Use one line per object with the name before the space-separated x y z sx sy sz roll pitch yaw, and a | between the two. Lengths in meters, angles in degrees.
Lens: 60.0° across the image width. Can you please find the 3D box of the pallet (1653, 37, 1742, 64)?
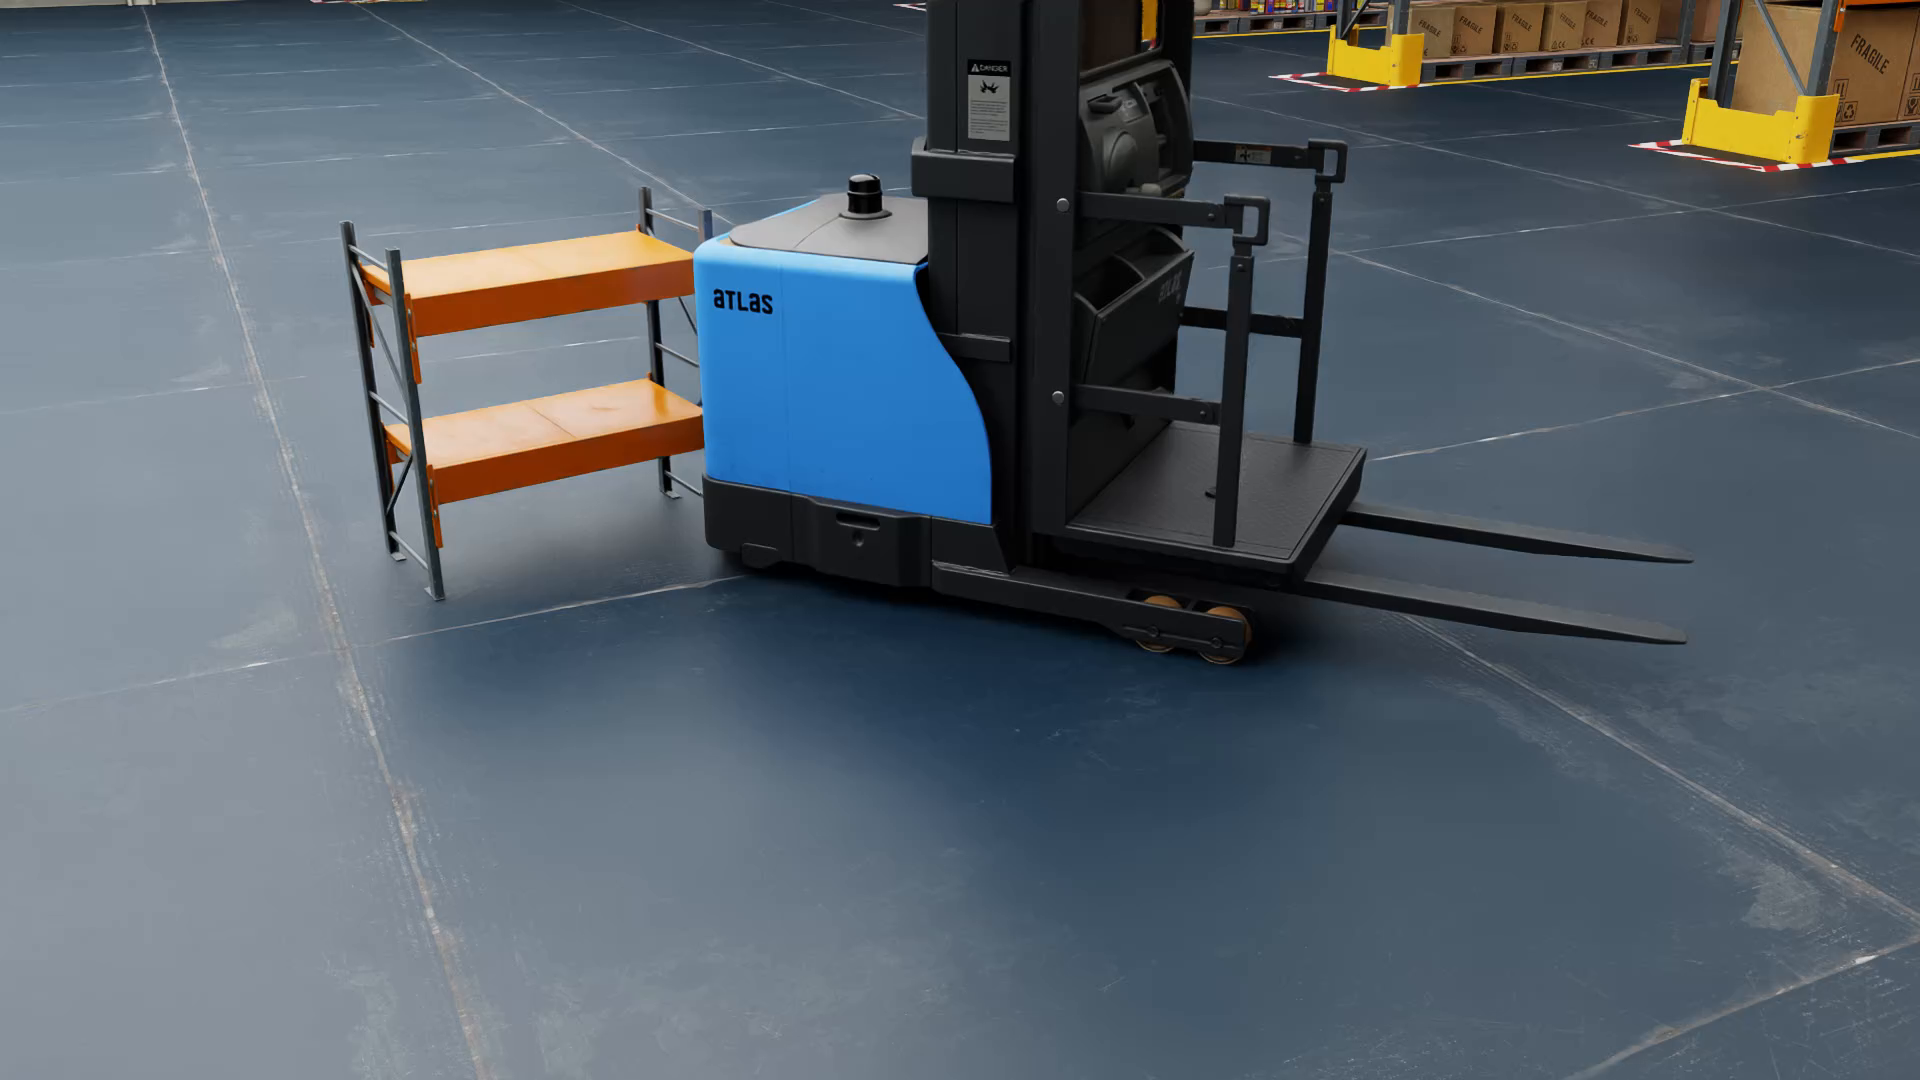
pallet | 8.549 -5.702 19.250 1.213 0.211 1.003 -10 25 -24

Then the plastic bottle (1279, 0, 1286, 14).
plastic bottle | 4.264 -7.114 22.006 0.097 0.271 0.097 0 22 0

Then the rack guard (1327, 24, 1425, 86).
rack guard | 4.313 -5.055 17.309 0.348 0.500 1.175 -10 25 -24

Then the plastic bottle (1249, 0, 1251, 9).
plastic bottle | 3.925 -7.360 22.595 0.135 0.276 0.152 -11 25 -25

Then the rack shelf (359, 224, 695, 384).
rack shelf | -1.379 -0.788 5.419 1.000 0.278 0.538 -15 27 -32

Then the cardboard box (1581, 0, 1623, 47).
cardboard box | 6.958 -5.750 18.438 0.500 0.500 0.500 -3 23 -7

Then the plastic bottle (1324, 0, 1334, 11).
plastic bottle | 4.943 -7.237 22.287 0.133 0.283 0.061 -9 24 -20

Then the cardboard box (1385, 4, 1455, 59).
cardboard box | 4.814 -5.334 17.434 0.500 0.500 0.500 -6 23 -14

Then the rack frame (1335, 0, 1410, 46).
rack frame | 4.244 -6.198 16.800 0.127 3.000 1.000 -10 25 -24

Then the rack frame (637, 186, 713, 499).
rack frame | -0.964 -0.630 5.801 0.032 1.125 0.500 -15 27 -32

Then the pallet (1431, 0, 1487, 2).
pallet | 7.492 -7.627 23.900 1.213 0.211 1.003 -10 25 -24

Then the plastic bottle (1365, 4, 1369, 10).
plastic bottle | 5.509 -7.311 22.573 0.097 0.201 0.097 0 22 0

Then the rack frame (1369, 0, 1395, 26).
rack frame | 5.700 -8.568 22.527 0.127 3.000 1.000 -10 25 -24

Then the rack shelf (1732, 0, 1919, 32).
rack shelf | 8.107 -4.471 13.569 4.000 0.370 1.077 -10 25 -24

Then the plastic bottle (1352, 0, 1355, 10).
plastic bottle | 5.245 -7.341 22.451 0.185 0.351 0.144 -11 25 -25

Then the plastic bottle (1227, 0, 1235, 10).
plastic bottle | 3.658 -7.334 22.522 0.133 0.283 0.061 -10 24 -22

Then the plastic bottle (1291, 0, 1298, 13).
plastic bottle | 4.447 -7.148 22.087 0.097 0.271 0.097 0 22 0

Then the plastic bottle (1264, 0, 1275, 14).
plastic bottle | 4.077 -7.077 21.902 0.133 0.283 0.061 -10 25 -23

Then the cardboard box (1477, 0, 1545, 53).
cardboard box | 5.910 -5.543 17.937 0.500 0.500 0.500 -8 24 -19

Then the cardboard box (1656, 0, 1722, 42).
cardboard box | 8.411 -6.004 19.025 0.500 0.500 0.700 -13 26 -28

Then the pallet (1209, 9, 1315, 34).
pallet | 3.976 -6.979 22.333 1.213 0.211 1.003 -10 25 -24

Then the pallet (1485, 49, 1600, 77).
pallet | 6.158 -5.245 18.145 1.213 0.211 1.003 -10 25 -24

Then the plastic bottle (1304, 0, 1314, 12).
plastic bottle | 4.633 -7.196 22.197 0.135 0.276 0.152 -10 24 -23

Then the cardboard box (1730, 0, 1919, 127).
cardboard box | 6.887 -3.819 13.283 0.875 0.875 0.875 -10 25 -23

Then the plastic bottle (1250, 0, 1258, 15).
plastic bottle | 3.865 -7.041 21.829 0.097 0.271 0.097 0 22 0

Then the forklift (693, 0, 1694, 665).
forklift | 0.713 -1.221 4.866 3.031 2.935 1.130 10 24 22

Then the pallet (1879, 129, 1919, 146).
pallet | 8.089 -3.543 14.034 1.213 0.211 1.003 -10 25 -24

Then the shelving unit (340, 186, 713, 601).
shelving unit | -1.379 -0.518 5.531 1.048 1.125 0.538 -15 27 -32
